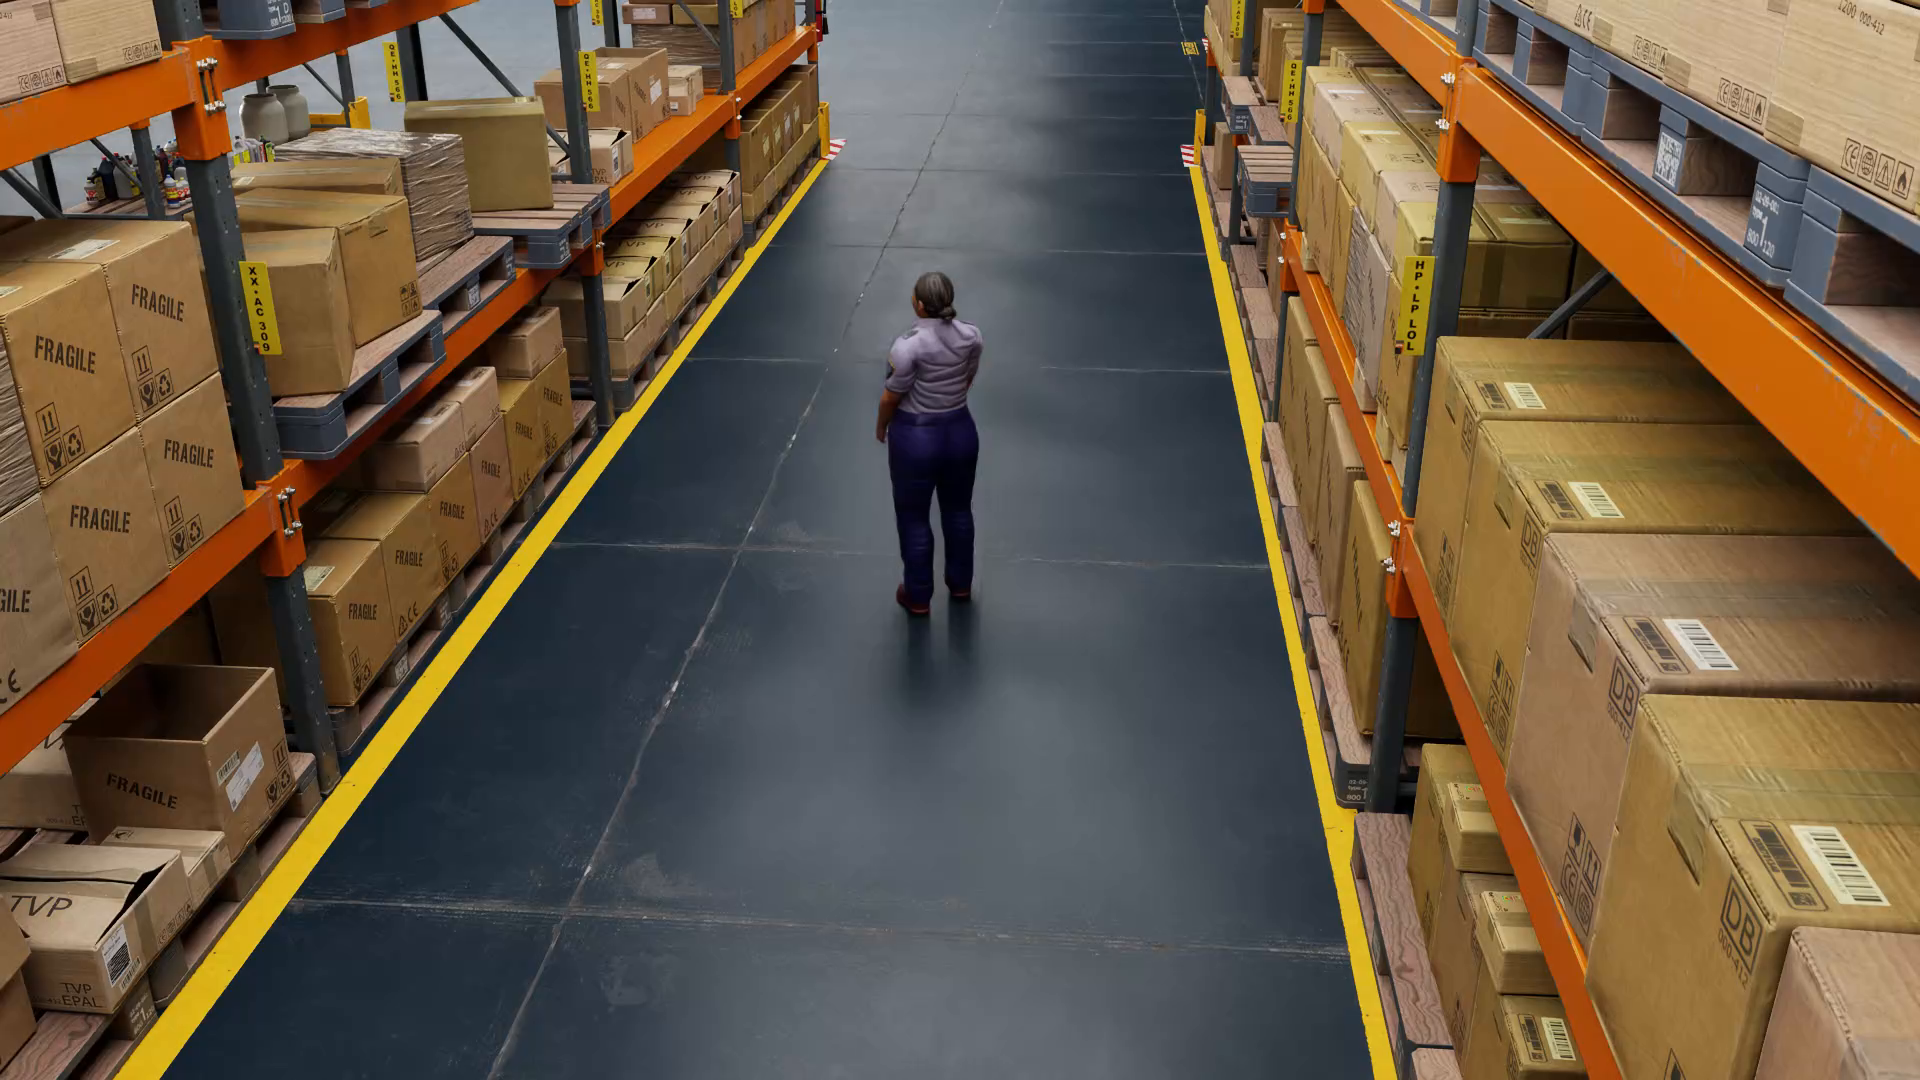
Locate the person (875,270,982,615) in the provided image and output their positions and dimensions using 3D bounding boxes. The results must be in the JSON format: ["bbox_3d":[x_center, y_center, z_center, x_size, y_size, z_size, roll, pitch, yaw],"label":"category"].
[{"bbox_3d":[-0.130,-0.457,7.606,0.551,1.654,0.456,-15,29,-29],"label":"person"}]
